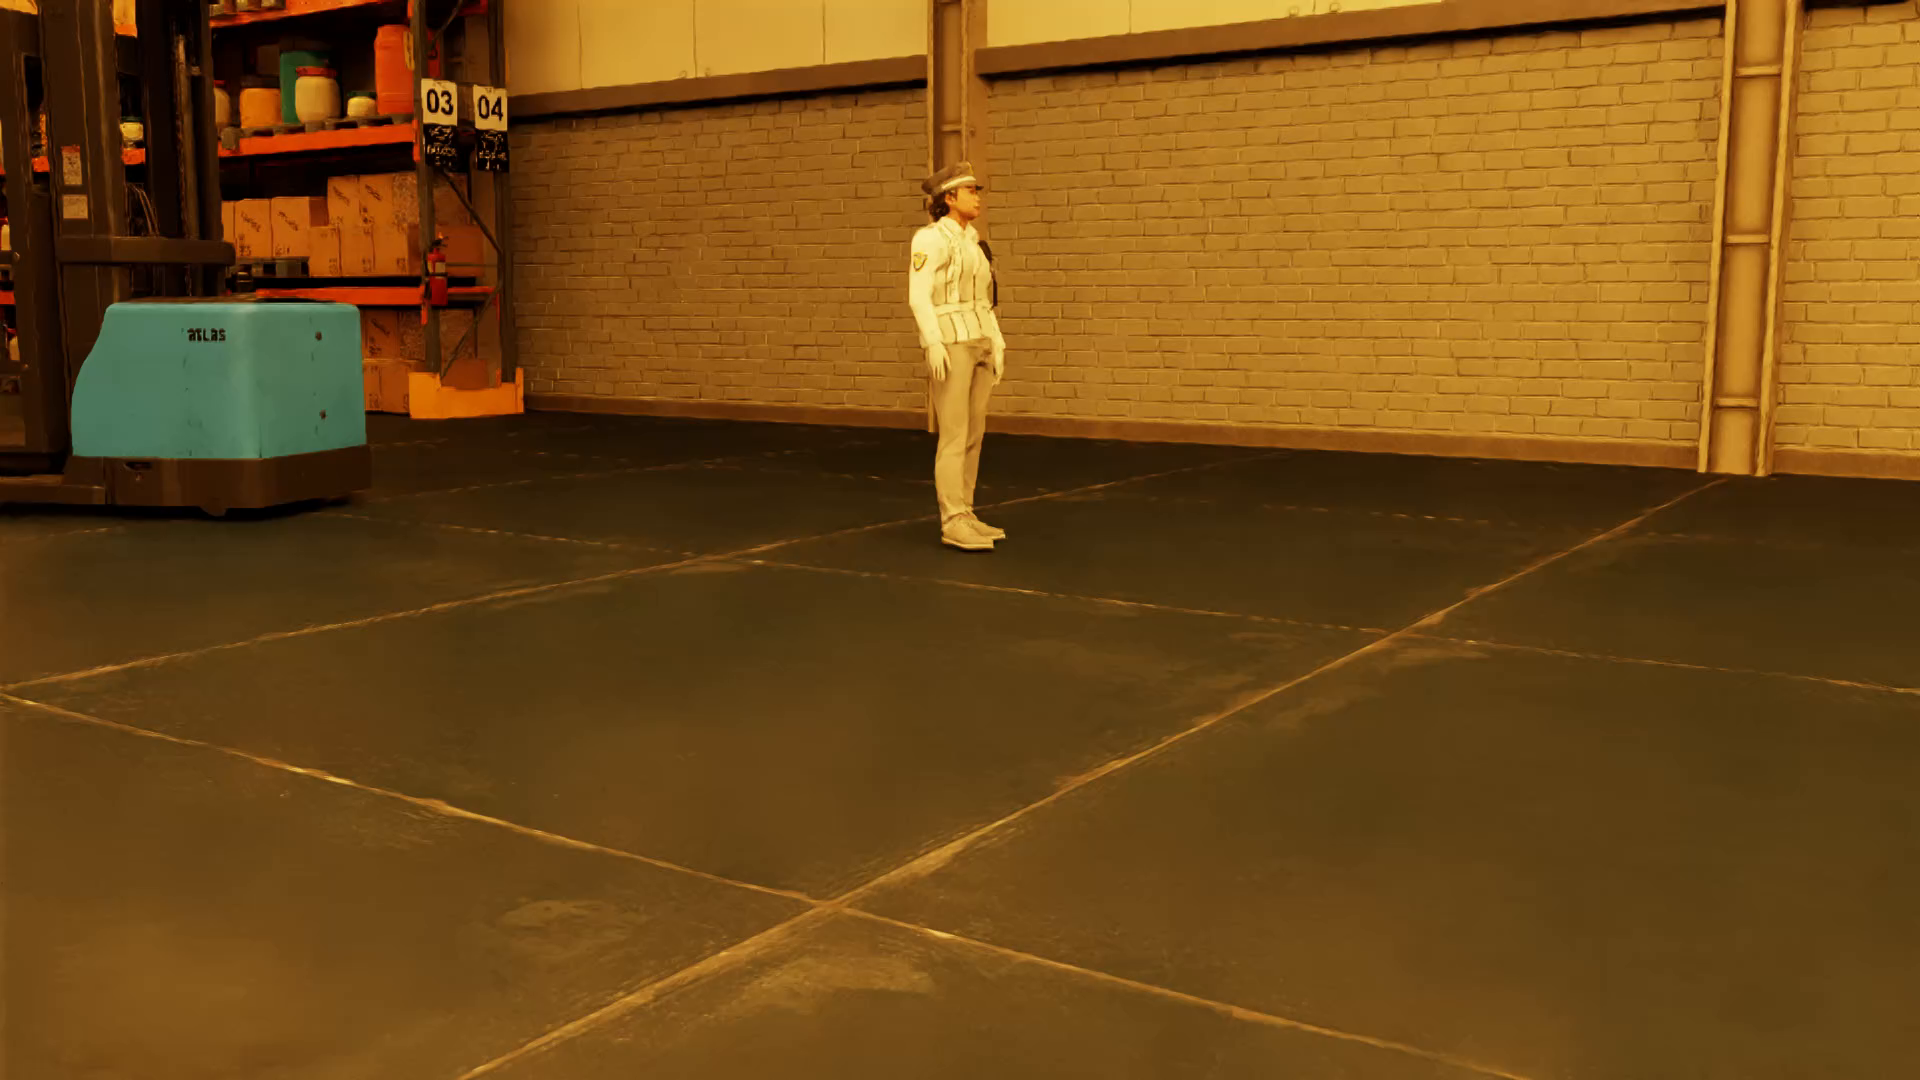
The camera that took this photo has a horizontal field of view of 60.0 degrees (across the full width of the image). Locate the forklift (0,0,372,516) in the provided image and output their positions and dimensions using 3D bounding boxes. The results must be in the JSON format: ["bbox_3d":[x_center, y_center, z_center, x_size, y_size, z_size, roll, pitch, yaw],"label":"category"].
[{"bbox_3d":[-4.794,-1.655,8.830,3.031,2.935,1.130,2,8,14],"label":"forklift"}]

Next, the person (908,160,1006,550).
[{"bbox_3d":[0.052,-0.840,7.440,0.532,1.695,0.586,5,10,34],"label":"person"}]
